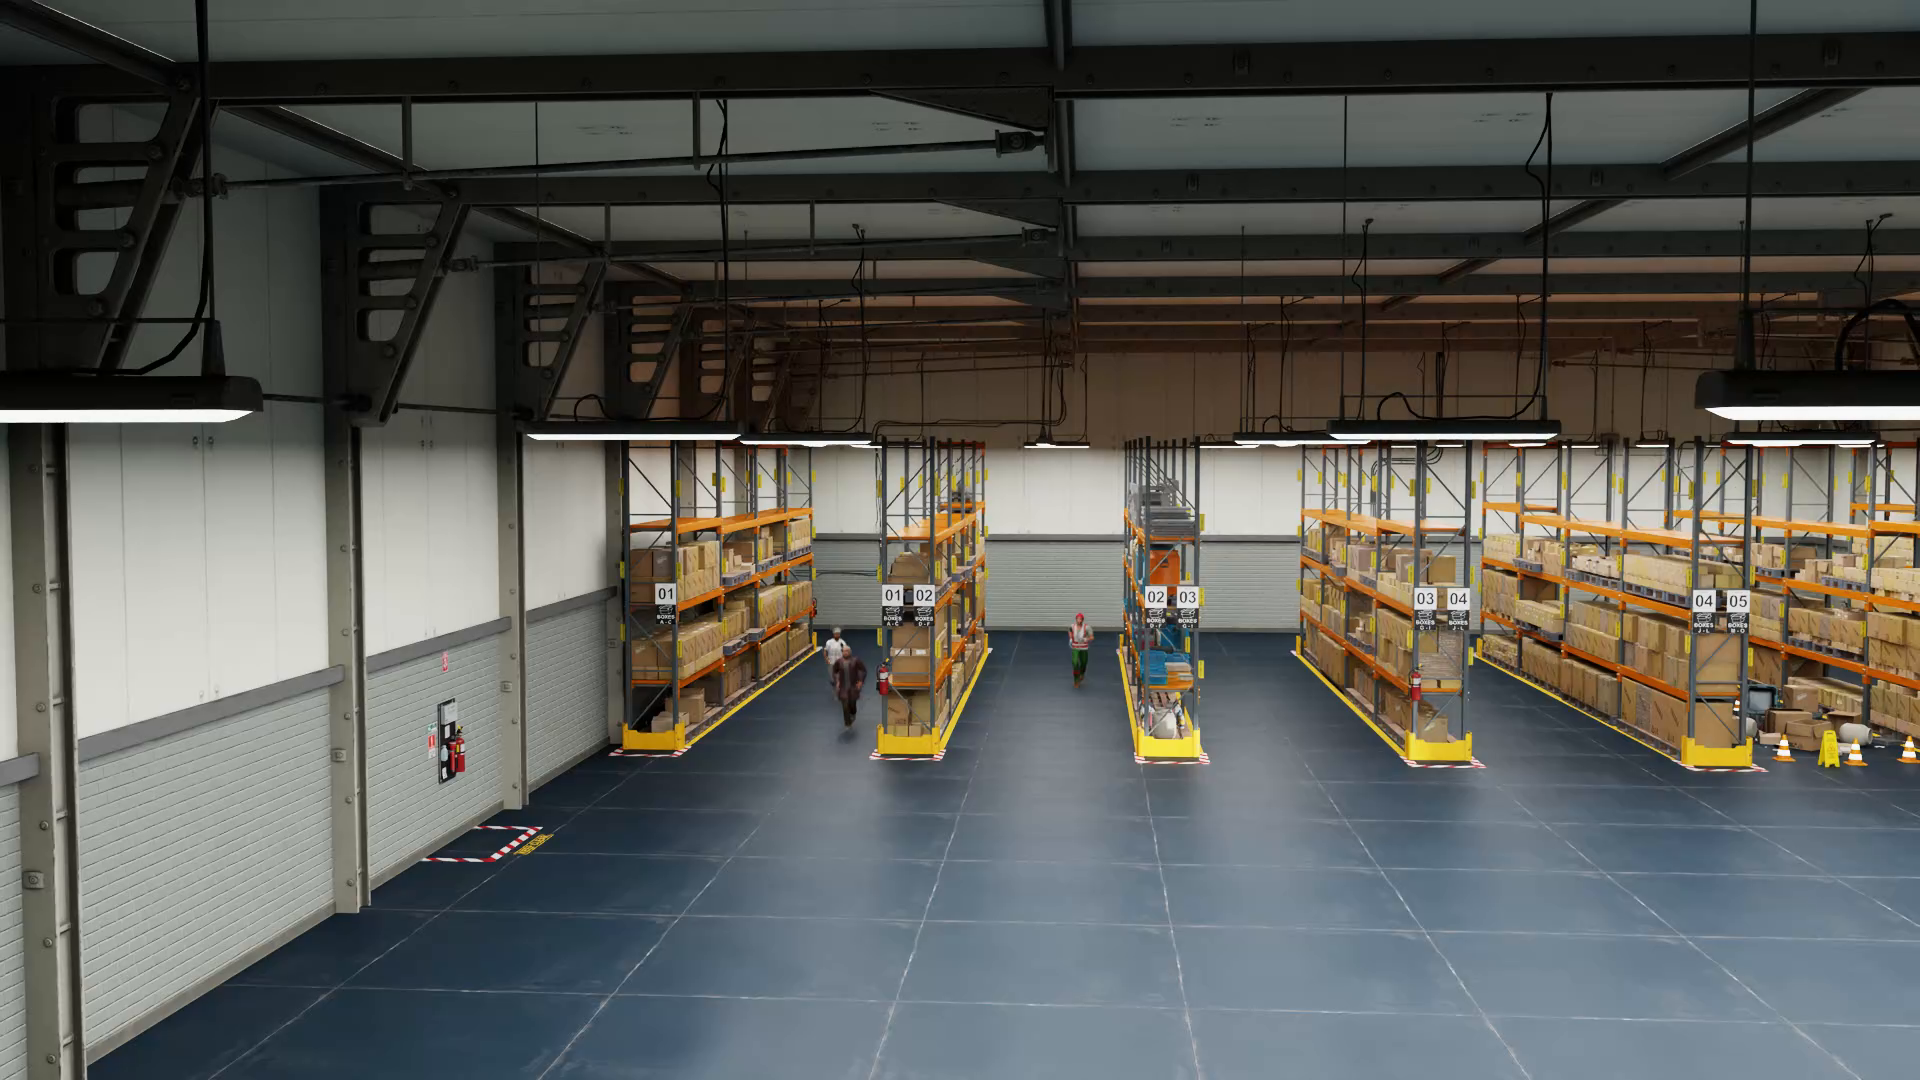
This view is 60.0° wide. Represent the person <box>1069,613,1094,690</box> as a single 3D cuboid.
[{"bbox_3d":[2.950,2.684,40.430,0.605,1.834,1.081,0,3,4],"label":"person"}]

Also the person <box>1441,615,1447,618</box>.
[{"bbox_3d":[13.824,2.397,47.212,0.742,1.669,0.615,-3,4,-39],"label":"person"}]

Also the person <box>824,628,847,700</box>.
[{"bbox_3d":[-2.863,2.846,38.422,0.574,1.673,0.525,0,3,-4],"label":"person"}]

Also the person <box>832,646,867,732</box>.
[{"bbox_3d":[-2.273,3.032,34.120,0.717,1.755,0.716,0,3,6],"label":"person"}]
